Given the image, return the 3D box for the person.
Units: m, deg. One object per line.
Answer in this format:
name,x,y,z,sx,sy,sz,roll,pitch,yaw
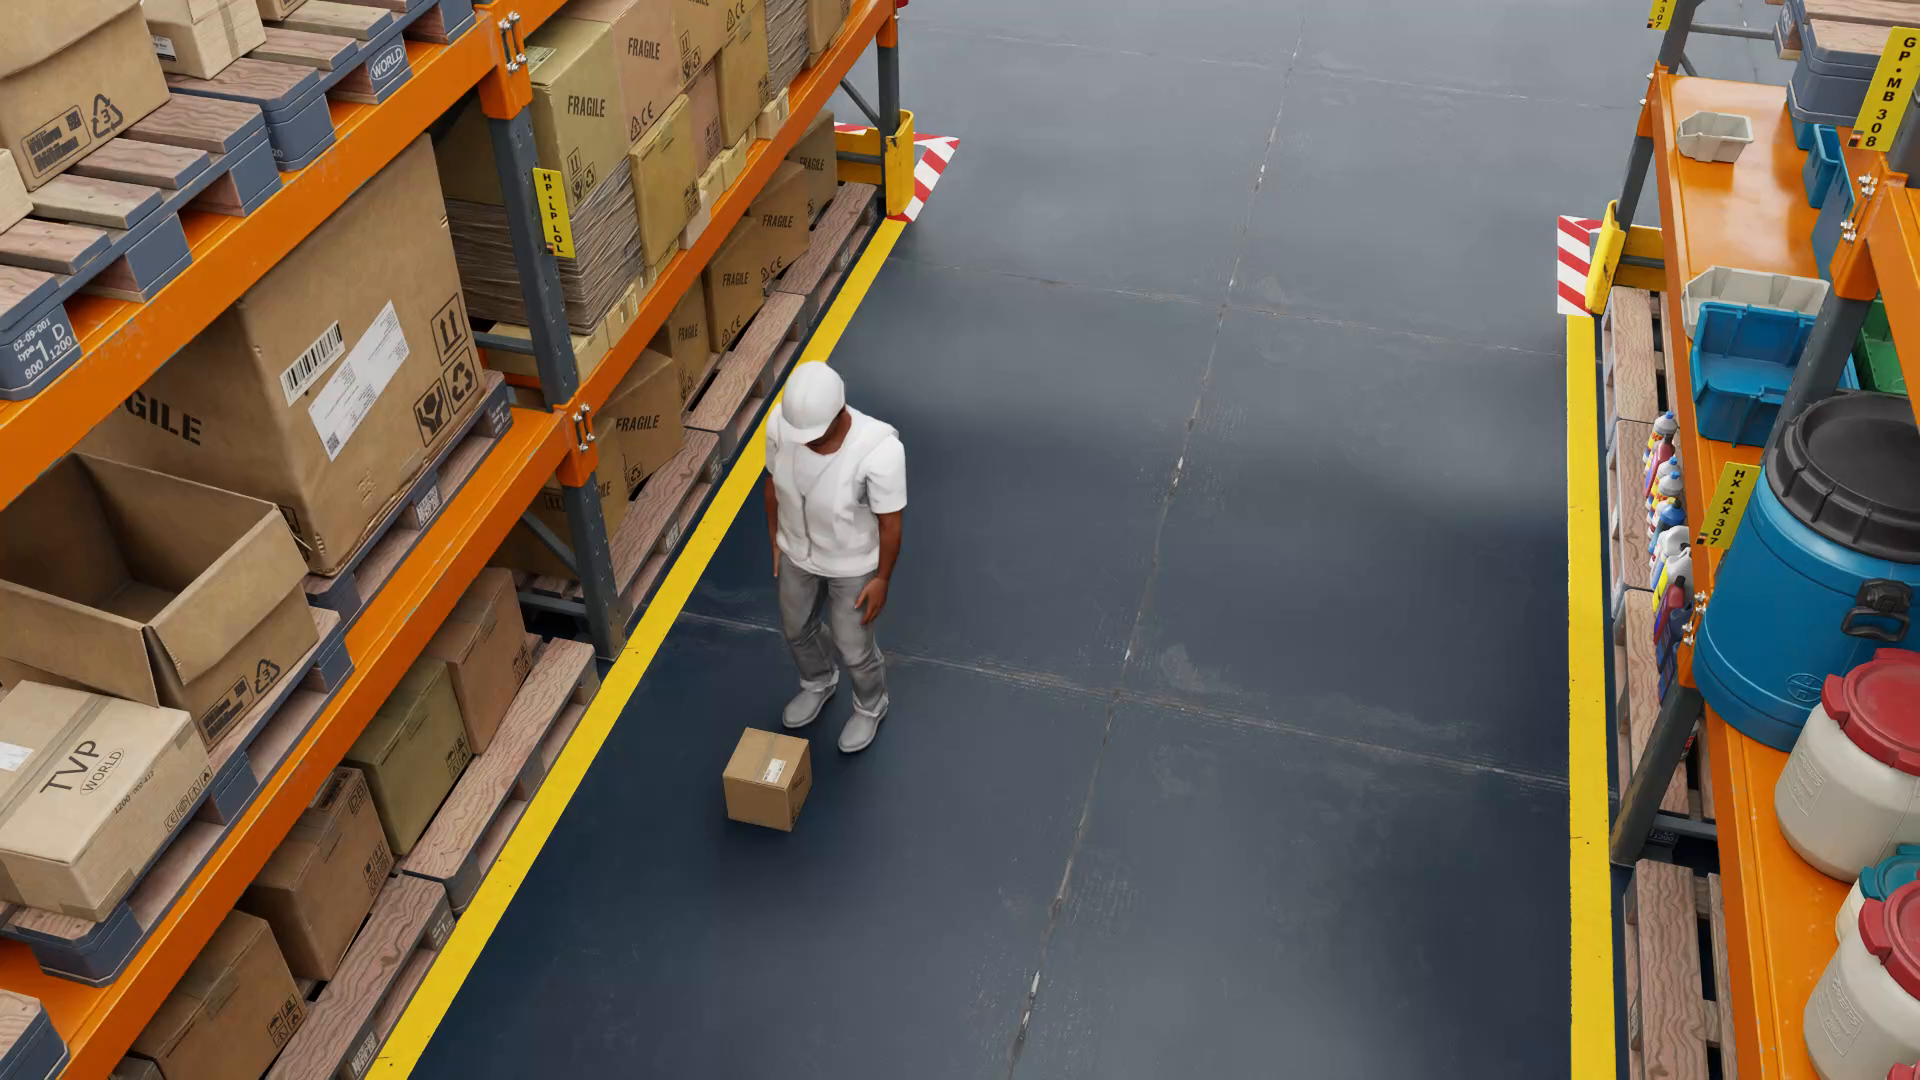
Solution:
person,-0.468,0.062,6.085,0.578,1.744,0.396,21,45,22
